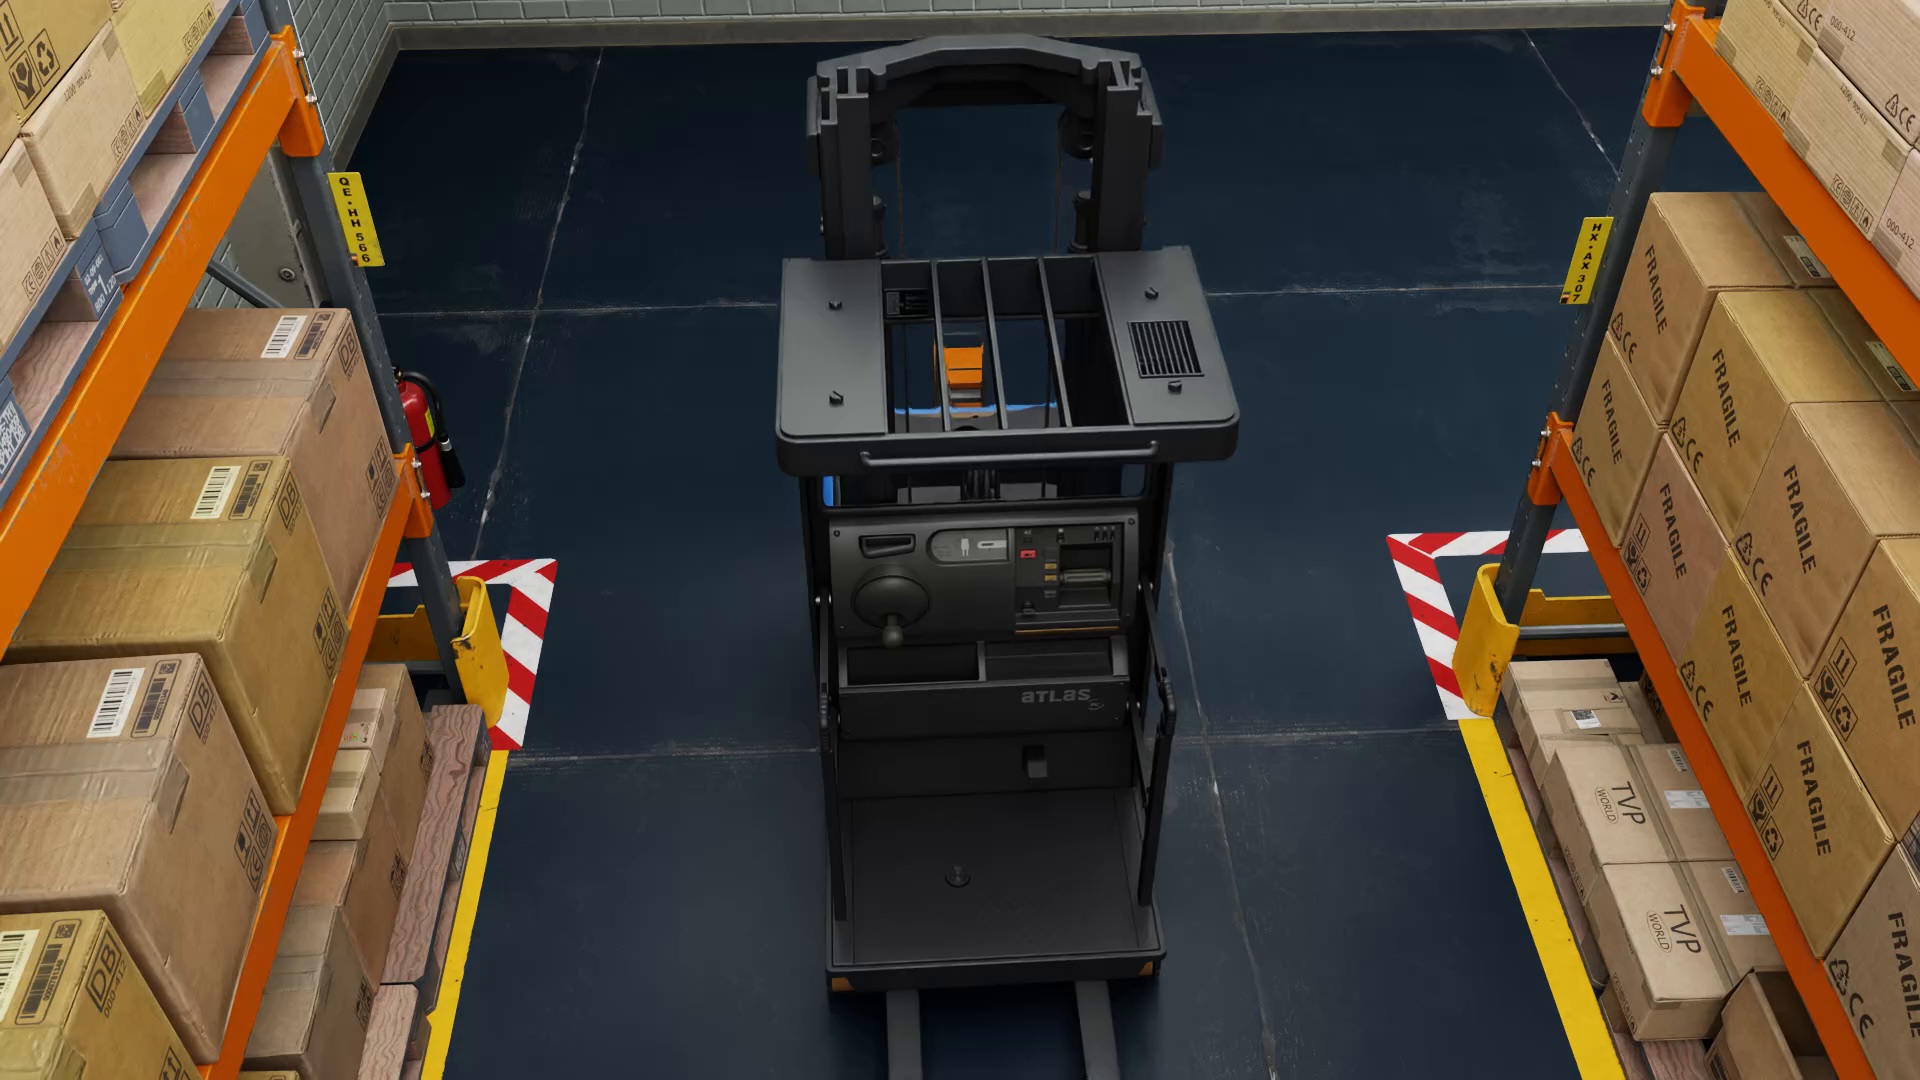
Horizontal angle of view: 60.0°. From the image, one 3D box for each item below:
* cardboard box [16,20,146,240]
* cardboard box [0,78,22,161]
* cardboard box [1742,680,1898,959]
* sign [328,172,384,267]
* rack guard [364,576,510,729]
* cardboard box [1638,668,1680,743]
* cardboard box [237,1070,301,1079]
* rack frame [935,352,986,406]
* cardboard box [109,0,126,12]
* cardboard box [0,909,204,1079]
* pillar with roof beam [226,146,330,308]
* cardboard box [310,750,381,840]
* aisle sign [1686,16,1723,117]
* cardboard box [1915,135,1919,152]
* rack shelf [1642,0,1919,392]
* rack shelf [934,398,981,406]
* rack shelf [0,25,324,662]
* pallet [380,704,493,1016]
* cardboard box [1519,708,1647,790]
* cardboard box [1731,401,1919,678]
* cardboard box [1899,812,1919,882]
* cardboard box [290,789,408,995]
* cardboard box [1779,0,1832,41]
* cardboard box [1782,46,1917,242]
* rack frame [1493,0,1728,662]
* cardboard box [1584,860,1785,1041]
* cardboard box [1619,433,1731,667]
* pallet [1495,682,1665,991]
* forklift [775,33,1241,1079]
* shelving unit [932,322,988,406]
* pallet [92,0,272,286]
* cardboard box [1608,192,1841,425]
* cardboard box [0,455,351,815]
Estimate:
[{"bbox_3d":[-2.062,-0.856,3.470,0.500,0.250,0.500,-3,43,-3],"label":"cardboard box"},{"bbox_3d":[-2.037,-0.794,2.847,0.500,0.500,0.500,-3,43,-4],"label":"cardboard box"},{"bbox_3d":[2.388,0.699,4.194,0.500,0.500,0.500,-1,43,-1],"label":"cardboard box"},{"bbox_3d":[-1.839,-0.972,5.058,0.100,0.325,0.005,-2,43,-2],"label":"sign"},{"bbox_3d":[-2.382,0.454,6.385,1.175,0.500,0.348,-2,43,-2],"label":"rack guard"},{"bbox_3d":[2.837,0.523,5.984,0.500,0.500,0.500,-2,43,-2],"label":"cardboard box"},{"bbox_3d":[-2.178,1.822,4.582,0.700,0.500,0.500,-1,43,-1],"label":"cardboard box"},{"bbox_3d":[0.003,-0.341,6.845,0.200,1.050,0.008,-2,43,-2],"label":"rack frame"},{"bbox_3d":[-2.078,-1.484,3.600,0.500,0.500,0.500,-2,43,-2],"label":"cardboard box"},{"bbox_3d":[-2.244,1.279,3.413,0.980,0.700,0.700,-3,43,-3],"label":"cardboard box"},{"bbox_3d":[0.941,-4.585,5.592,9.100,9.000,0.400,-2,43,-2],"label":"pillar with roof beam"},{"bbox_3d":[-2.053,0.800,5.217,0.380,0.149,0.250,-1,43,-1],"label":"cardboard box"},{"bbox_3d":[2.271,-1.592,4.843,0.394,0.787,0.004,-2,43,-2],"label":"aisle sign"},{"bbox_3d":[2.371,-0.802,3.426,0.500,0.250,0.500,-2,43,-2],"label":"cardboard box"},{"bbox_3d":[2.653,-0.087,3.437,1.077,0.370,4.000,-2,43,-2],"label":"rack shelf"},{"bbox_3d":[-0.002,-0.415,6.942,0.215,0.259,0.240,-2,43,-2],"label":"rack shelf"},{"bbox_3d":[-2.296,0.058,3.279,1.077,0.370,4.000,-2,43,-2],"label":"rack shelf"},{"bbox_3d":[-2.269,1.114,5.879,1.003,0.211,1.213,-2,43,-2],"label":"pallet"},{"bbox_3d":[2.253,0.747,5.986,0.380,0.166,0.250,-2,43,-2],"label":"cardboard box"},{"bbox_3d":[2.369,-0.004,4.220,0.500,0.500,0.500,-1,43,-1],"label":"cardboard box"},{"bbox_3d":[2.412,0.679,3.476,0.500,0.500,0.500,-1,43,-1],"label":"cardboard box"},{"bbox_3d":[-2.230,1.123,5.345,0.700,0.500,0.500,-2,43,-2],"label":"cardboard box"},{"bbox_3d":[2.329,-1.477,4.162,0.500,0.250,0.500,-2,43,-2],"label":"cardboard box"},{"bbox_3d":[2.344,-0.955,3.963,0.500,0.250,0.500,-2,43,-2],"label":"cardboard box"},{"bbox_3d":[2.568,-0.596,5.681,1.000,3.000,0.127,-2,43,-2],"label":"rack frame"},{"bbox_3d":[2.350,1.305,5.315,0.500,0.250,0.500,-2,43,-2],"label":"cardboard box"},{"bbox_3d":[2.350,0.022,4.932,0.500,0.500,0.500,-2,43,-2],"label":"cardboard box"},{"bbox_3d":[2.606,1.021,5.980,1.003,0.211,1.213,-2,43,-2],"label":"pallet"},{"bbox_3d":[0.090,0.200,4.863,1.130,2.935,3.031,-2,43,-3],"label":"forklift"},{"bbox_3d":[-0.002,-0.423,6.935,0.215,1.050,0.252,-2,43,-2],"label":"shelving unit"},{"bbox_3d":[-2.339,-1.024,3.993,1.003,0.211,1.213,-2,43,-2],"label":"pallet"},{"bbox_3d":[2.323,-0.695,4.974,0.500,0.500,0.500,0,43,0],"label":"cardboard box"},{"bbox_3d":[-2.308,0.273,4.511,0.980,0.700,0.700,-2,43,-2],"label":"cardboard box"}]
